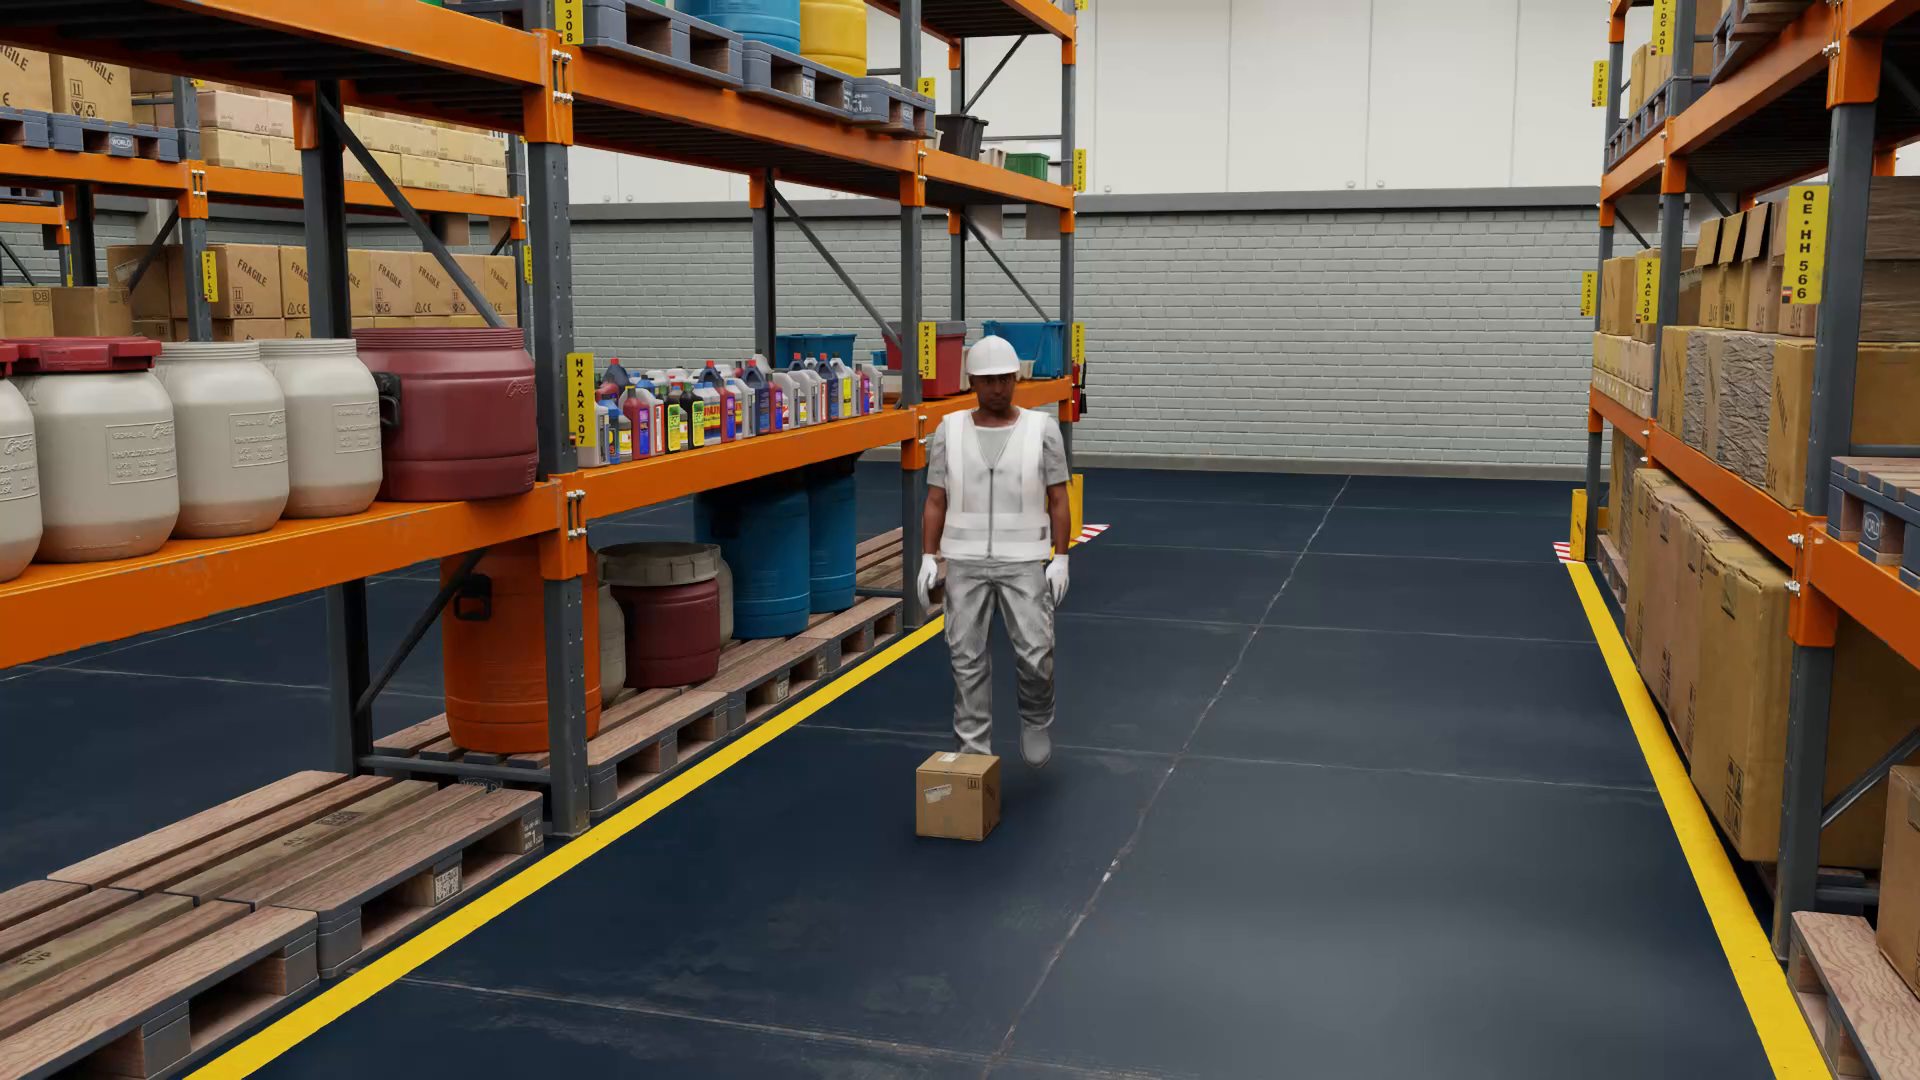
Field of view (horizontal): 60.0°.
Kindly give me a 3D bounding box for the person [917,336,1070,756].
[{"bbox_3d":[0.136,0.069,6.490,0.581,1.722,0.498,1,8,9],"label":"person"}]
